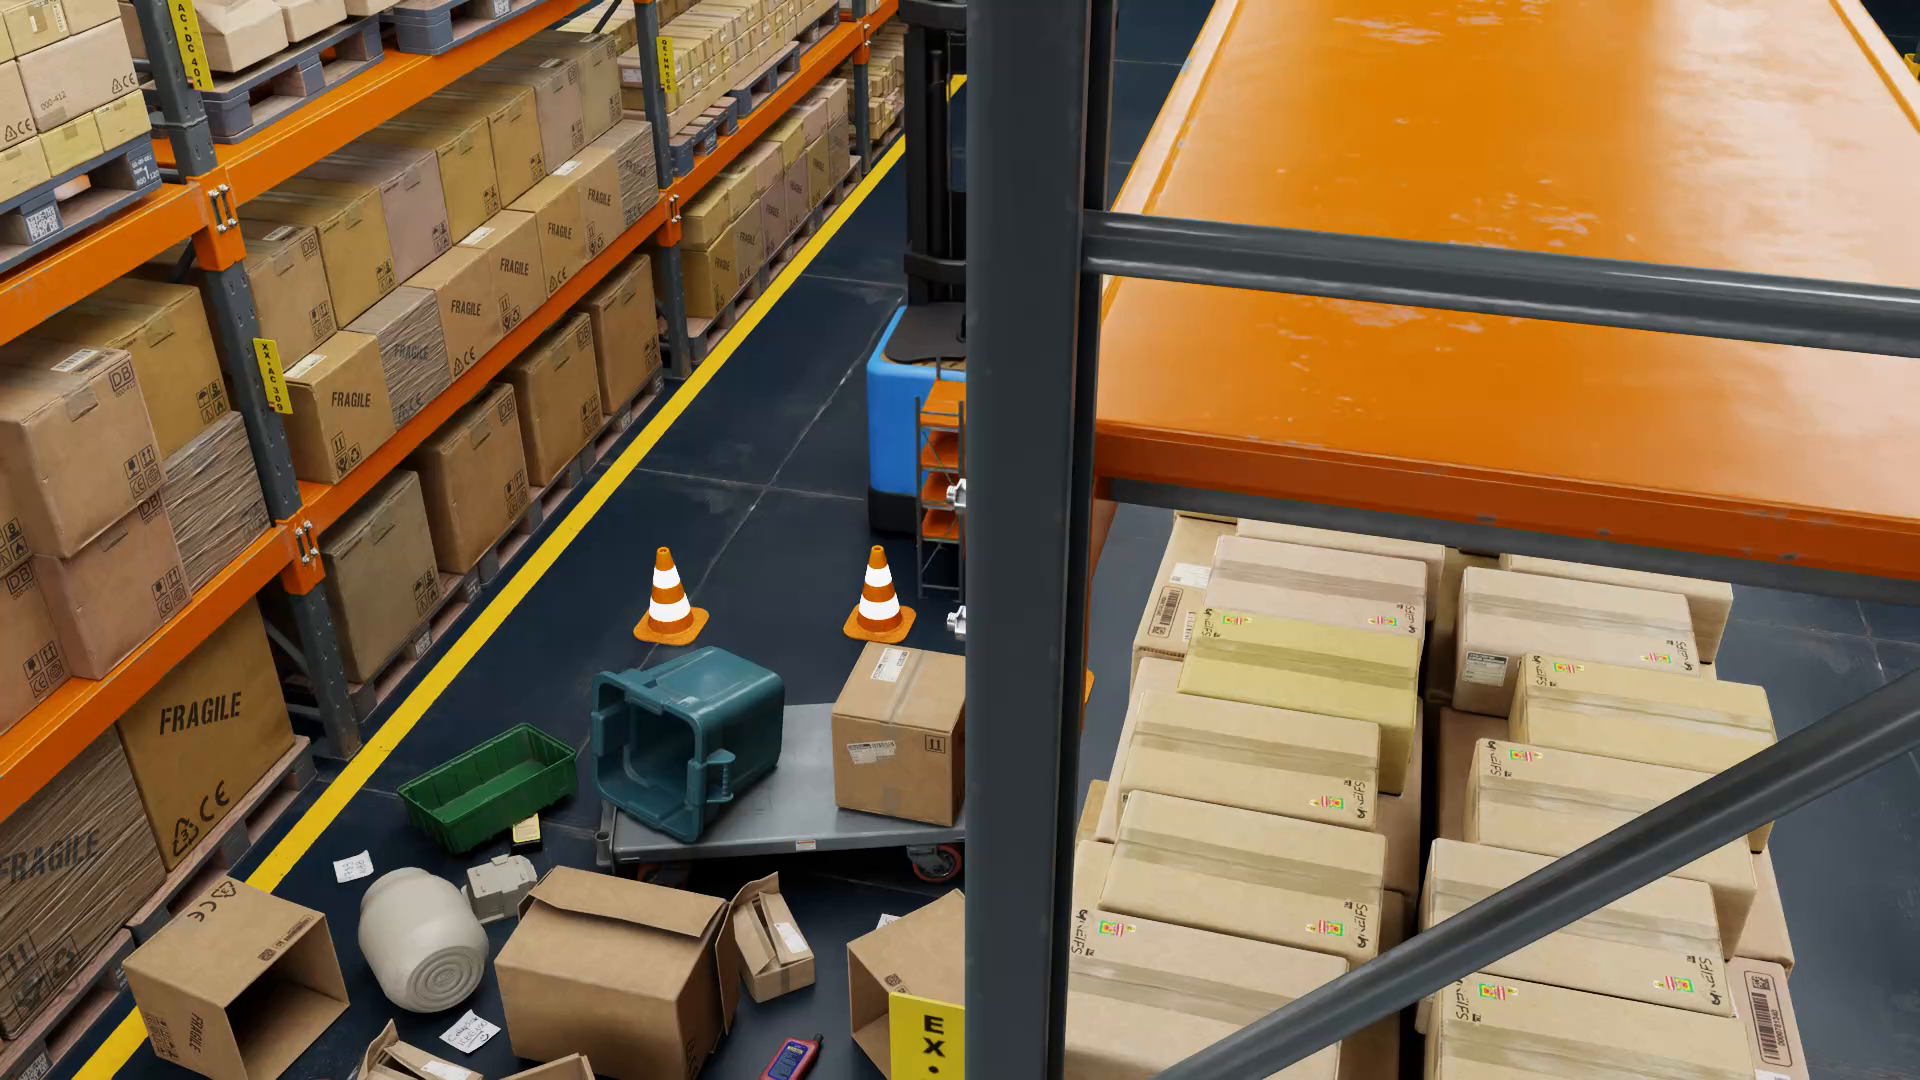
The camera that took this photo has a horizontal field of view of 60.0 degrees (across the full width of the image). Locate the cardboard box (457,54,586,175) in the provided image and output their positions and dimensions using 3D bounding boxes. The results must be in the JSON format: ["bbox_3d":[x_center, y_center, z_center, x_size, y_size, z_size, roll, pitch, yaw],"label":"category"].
[{"bbox_3d":[-2.531,-2.378,9.239,0.700,0.500,0.500,8,33,12],"label":"cardboard box"}]

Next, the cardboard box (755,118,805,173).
[{"bbox_3d":[-1.474,-2.960,12.420,0.500,0.250,0.500,7,33,10],"label":"cardboard box"}]

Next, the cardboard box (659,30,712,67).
[{"bbox_3d":[-1.844,-3.210,10.862,0.380,0.149,0.250,8,33,12],"label":"cardboard box"}]

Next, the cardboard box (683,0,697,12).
[{"bbox_3d":[-2.139,-3.857,12.157,0.380,0.149,0.250,7,33,12],"label":"cardboard box"}]

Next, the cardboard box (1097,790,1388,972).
[{"bbox_3d":[0.406,0.524,2.394,0.380,0.149,0.250,9,33,13],"label":"cardboard box"}]

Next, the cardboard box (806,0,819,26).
[{"bbox_3d":[-1.305,-4.058,12.750,0.380,0.149,0.250,8,33,12],"label":"cardboard box"}]

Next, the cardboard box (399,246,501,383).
[{"bbox_3d":[-2.645,-1.132,8.211,0.500,0.500,0.500,8,33,12],"label":"cardboard box"}]

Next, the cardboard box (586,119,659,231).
[{"bbox_3d":[-2.135,-2.180,9.860,0.500,0.500,0.500,8,33,12],"label":"cardboard box"}]

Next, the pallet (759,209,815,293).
[{"bbox_3d":[-1.769,-2.268,12.690,1.003,0.211,1.213,8,33,12],"label":"pallet"}]

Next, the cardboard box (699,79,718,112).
[{"bbox_3d":[-1.836,-2.963,11.028,0.380,0.149,0.250,10,34,15],"label":"cardboard box"}]

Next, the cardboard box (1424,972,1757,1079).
[{"bbox_3d":[0.790,0.712,2.099,0.380,0.149,0.250,8,33,12],"label":"cardboard box"}]

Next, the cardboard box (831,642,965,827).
[{"bbox_3d":[-0.212,0.798,6.893,0.500,0.500,0.500,8,33,12],"label":"cardboard box"}]

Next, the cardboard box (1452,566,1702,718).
[{"bbox_3d":[1.068,0.196,2.910,0.380,0.149,0.250,8,33,12],"label":"cardboard box"}]

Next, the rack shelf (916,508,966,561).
[{"bbox_3d":[-0.054,-0.091,8.840,0.258,0.148,0.480,6,33,10],"label":"rack shelf"}]

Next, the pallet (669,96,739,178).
[{"bbox_3d":[-2.203,-2.711,10.968,1.213,0.211,1.003,8,33,12],"label":"pallet"}]

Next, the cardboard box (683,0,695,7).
[{"bbox_3d":[-2.138,-3.993,12.093,0.380,0.149,0.250,9,34,14],"label":"cardboard box"}]

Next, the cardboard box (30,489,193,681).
[{"bbox_3d":[-3.496,0.086,6.249,0.875,0.550,0.550,8,33,12],"label":"cardboard box"}]

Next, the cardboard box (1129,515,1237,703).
[{"bbox_3d":[0.628,0.204,3.270,0.500,0.250,0.500,9,34,14],"label":"cardboard box"}]

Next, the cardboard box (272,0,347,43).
[{"bbox_3d":[-2.793,-2.216,6.963,0.250,0.149,0.380,8,33,12],"label":"cardboard box"}]

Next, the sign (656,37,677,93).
[{"bbox_3d":[-1.743,-2.823,9.885,0.100,0.325,0.005,8,33,12],"label":"sign"}]

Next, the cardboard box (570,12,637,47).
[{"bbox_3d":[-2.403,-3.452,11.242,0.380,0.149,0.250,9,34,14],"label":"cardboard box"}]

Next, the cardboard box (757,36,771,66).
[{"bbox_3d":[-1.570,-3.507,11.883,0.380,0.149,0.250,7,33,11],"label":"cardboard box"}]

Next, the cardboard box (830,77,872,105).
[{"bbox_3d":[-0.978,-3.859,14.306,0.380,0.149,0.250,9,34,14],"label":"cardboard box"}]

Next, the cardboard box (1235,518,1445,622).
[{"bbox_3d":[0.728,0.007,3.208,0.380,0.149,0.250,7,33,11],"label":"cardboard box"}]

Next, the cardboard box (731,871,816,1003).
[{"bbox_3d":[-0.765,1.574,6.597,0.258,0.266,0.396,-14,35,-21],"label":"cardboard box"}]

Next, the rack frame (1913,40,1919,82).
[{"bbox_3d":[9.365,-5.264,14.804,1.000,3.000,0.127,8,33,12],"label":"rack frame"}]

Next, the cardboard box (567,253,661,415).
[{"bbox_3d":[-2.522,-1.332,10.325,1.050,0.750,0.750,8,33,12],"label":"cardboard box"}]

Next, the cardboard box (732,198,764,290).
[{"bbox_3d":[-1.730,-2.124,11.803,0.500,0.500,0.500,8,33,13],"label":"cardboard box"}]

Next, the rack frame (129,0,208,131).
[{"bbox_3d":[-3.296,-2.864,5.437,1.000,3.000,0.127,8,33,12],"label":"rack frame"}]

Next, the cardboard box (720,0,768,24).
[{"bbox_3d":[-1.577,-3.755,11.718,0.380,0.149,0.250,8,33,12],"label":"cardboard box"}]

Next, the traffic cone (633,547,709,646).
[{"bbox_3d":[-1.495,0.248,8.498,0.336,0.463,0.334,8,33,12],"label":"traffic cone"}]

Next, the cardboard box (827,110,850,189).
[{"bbox_3d":[-1.210,-3.188,13.477,0.500,0.500,0.500,7,33,11],"label":"cardboard box"}]

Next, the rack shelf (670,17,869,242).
[{"bbox_3d":[-1.773,-3.142,12.137,1.077,0.370,4.000,8,33,12],"label":"rack shelf"}]

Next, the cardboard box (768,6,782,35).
[{"bbox_3d":[-1.507,-3.762,12.008,0.380,0.149,0.250,8,33,13],"label":"cardboard box"}]

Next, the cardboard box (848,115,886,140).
[{"bbox_3d":[-0.862,-3.603,14.457,0.380,0.149,0.250,7,33,10],"label":"cardboard box"}]

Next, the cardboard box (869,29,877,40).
[{"bbox_3d":[-0.998,-4.730,15.675,0.380,0.149,0.250,8,33,12],"label":"cardboard box"}]

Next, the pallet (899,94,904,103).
[{"bbox_3d":[-0.822,-4.295,15.880,1.003,0.211,1.213,8,33,12],"label":"pallet"}]

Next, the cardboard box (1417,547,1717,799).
[{"bbox_3d":[1.132,0.281,3.149,0.500,0.250,0.500,9,34,14],"label":"cardboard box"}]

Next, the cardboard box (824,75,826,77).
[{"bbox_3d":[-1.401,-4.067,14.633,0.380,0.149,0.250,8,33,13],"label":"cardboard box"}]

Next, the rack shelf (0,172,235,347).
[{"bbox_3d":[-3.803,-0.257,4.802,1.077,0.370,4.000,8,33,12],"label":"rack shelf"}]

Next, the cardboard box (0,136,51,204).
[{"bbox_3d":[-3.207,-1.214,5.387,0.380,0.149,0.250,9,33,13],"label":"cardboard box"}]

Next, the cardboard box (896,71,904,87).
[{"bbox_3d":[-0.696,-4.282,15.248,0.380,0.149,0.250,10,34,15],"label":"cardboard box"}]

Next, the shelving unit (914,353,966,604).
[{"bbox_3d":[-0.054,-0.316,8.698,0.258,1.200,0.503,6,33,10],"label":"shelving unit"}]

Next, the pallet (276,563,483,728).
[{"bbox_3d":[-3.173,0.434,8.441,1.003,0.211,1.213,8,33,12],"label":"pallet"}]

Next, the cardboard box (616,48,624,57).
[{"bbox_3d":[-2.465,-3.199,11.121,0.380,0.149,0.250,9,33,14],"label":"cardboard box"}]

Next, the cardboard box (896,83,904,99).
[{"bbox_3d":[-0.732,-4.160,15.334,0.380,0.149,0.250,7,33,10],"label":"cardboard box"}]

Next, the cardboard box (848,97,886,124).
[{"bbox_3d":[-0.864,-3.728,14.376,0.380,0.149,0.250,10,34,15],"label":"cardboard box"}]

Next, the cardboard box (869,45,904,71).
[{"bbox_3d":[-0.646,-4.392,15.143,0.380,0.149,0.250,9,33,13],"label":"cardboard box"}]

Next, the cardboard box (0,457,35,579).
[{"bbox_3d":[-3.720,-0.102,5.538,0.875,0.550,0.550,8,33,12],"label":"cardboard box"}]

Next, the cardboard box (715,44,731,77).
[{"bbox_3d":[-1.769,-3.239,11.184,0.380,0.149,0.250,8,33,13],"label":"cardboard box"}]

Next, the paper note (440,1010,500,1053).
[{"bbox_3d":[-1.870,1.878,6.345,0.172,0.023,0.155,20,38,29],"label":"paper note"}]

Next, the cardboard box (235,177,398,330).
[{"bbox_3d":[-3.047,-1.322,7.578,0.700,0.500,0.500,7,33,12],"label":"cardboard box"}]

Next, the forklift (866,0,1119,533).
[{"bbox_3d":[0.283,-1.984,9.708,1.130,2.935,3.031,6,33,10],"label":"forklift"}]

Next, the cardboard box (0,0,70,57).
[{"bbox_3d":[-3.145,-1.684,5.383,0.380,0.149,0.250,8,33,12],"label":"cardboard box"}]
